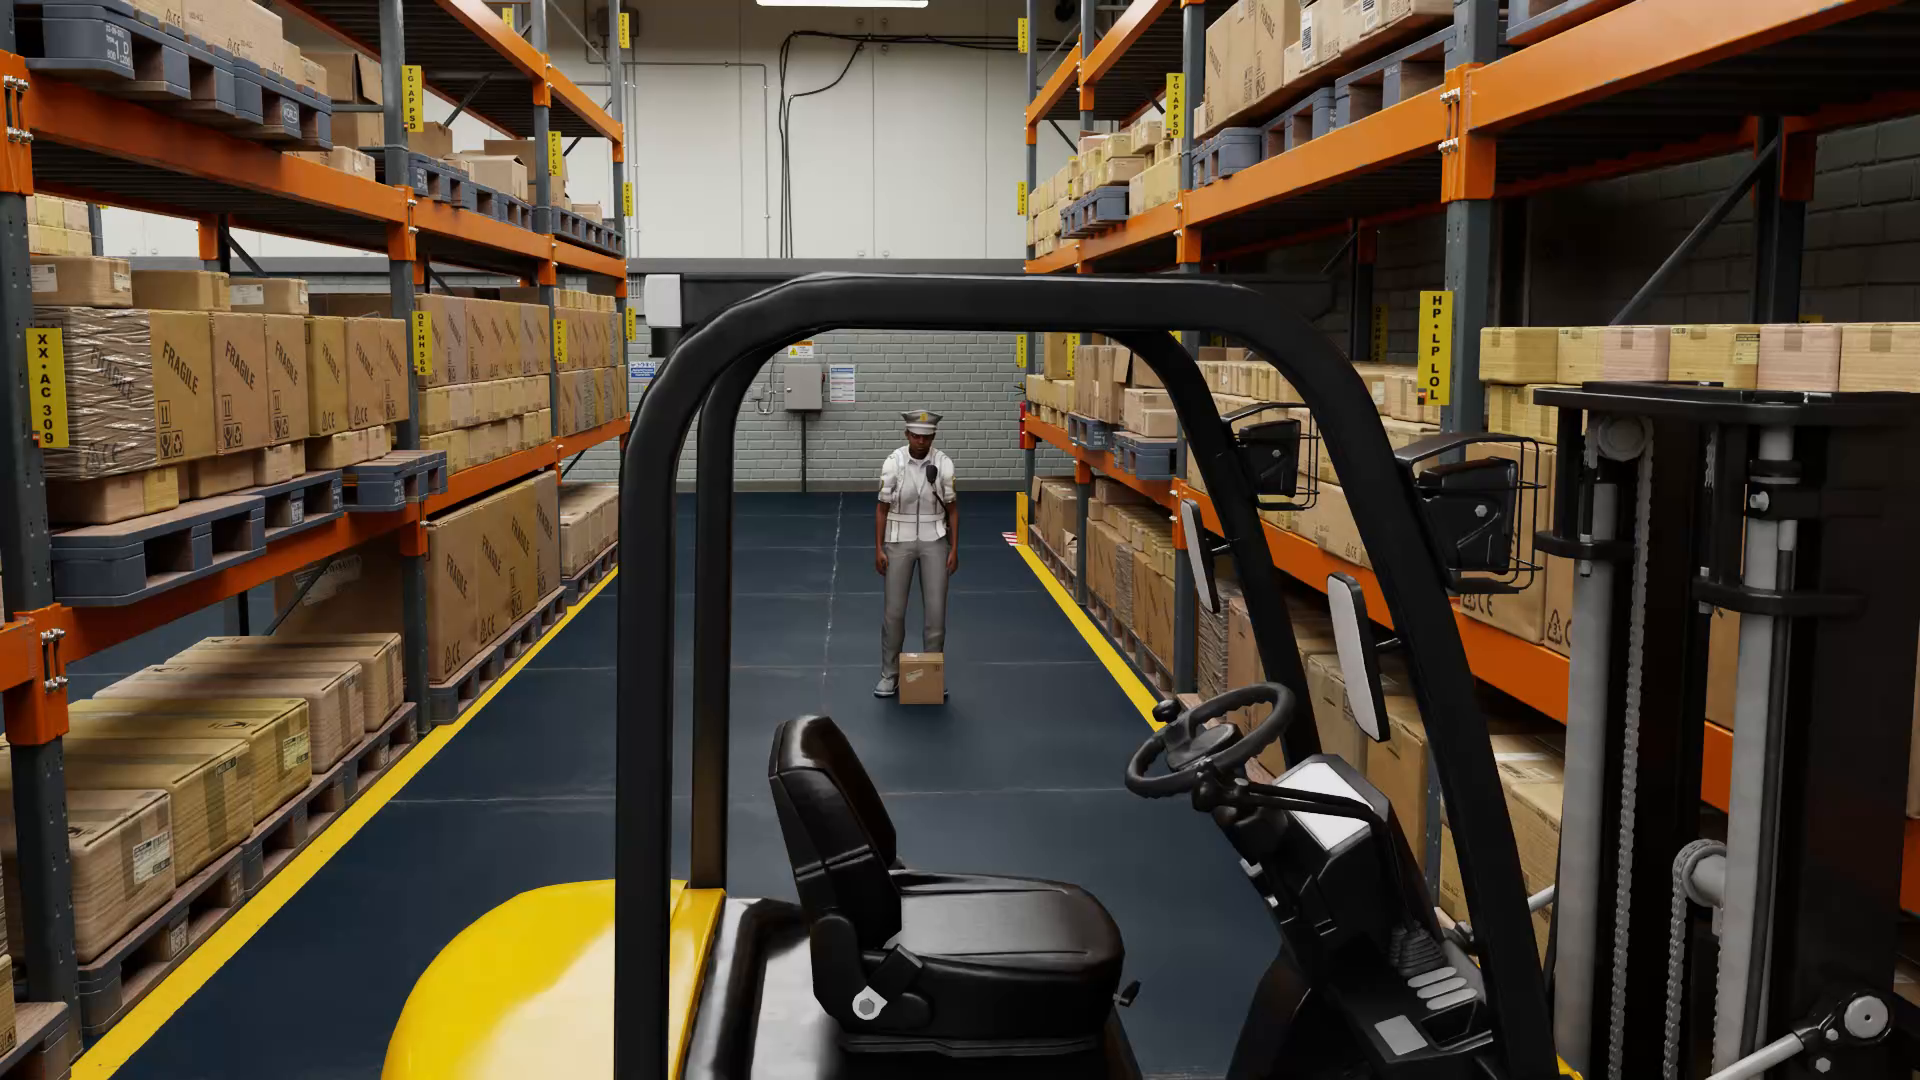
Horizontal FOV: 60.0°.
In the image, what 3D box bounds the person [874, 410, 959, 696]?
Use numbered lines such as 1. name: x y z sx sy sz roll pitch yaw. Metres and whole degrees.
1. person: -0.254 0.070 9.690 0.503 1.656 0.422 0 7 -4
